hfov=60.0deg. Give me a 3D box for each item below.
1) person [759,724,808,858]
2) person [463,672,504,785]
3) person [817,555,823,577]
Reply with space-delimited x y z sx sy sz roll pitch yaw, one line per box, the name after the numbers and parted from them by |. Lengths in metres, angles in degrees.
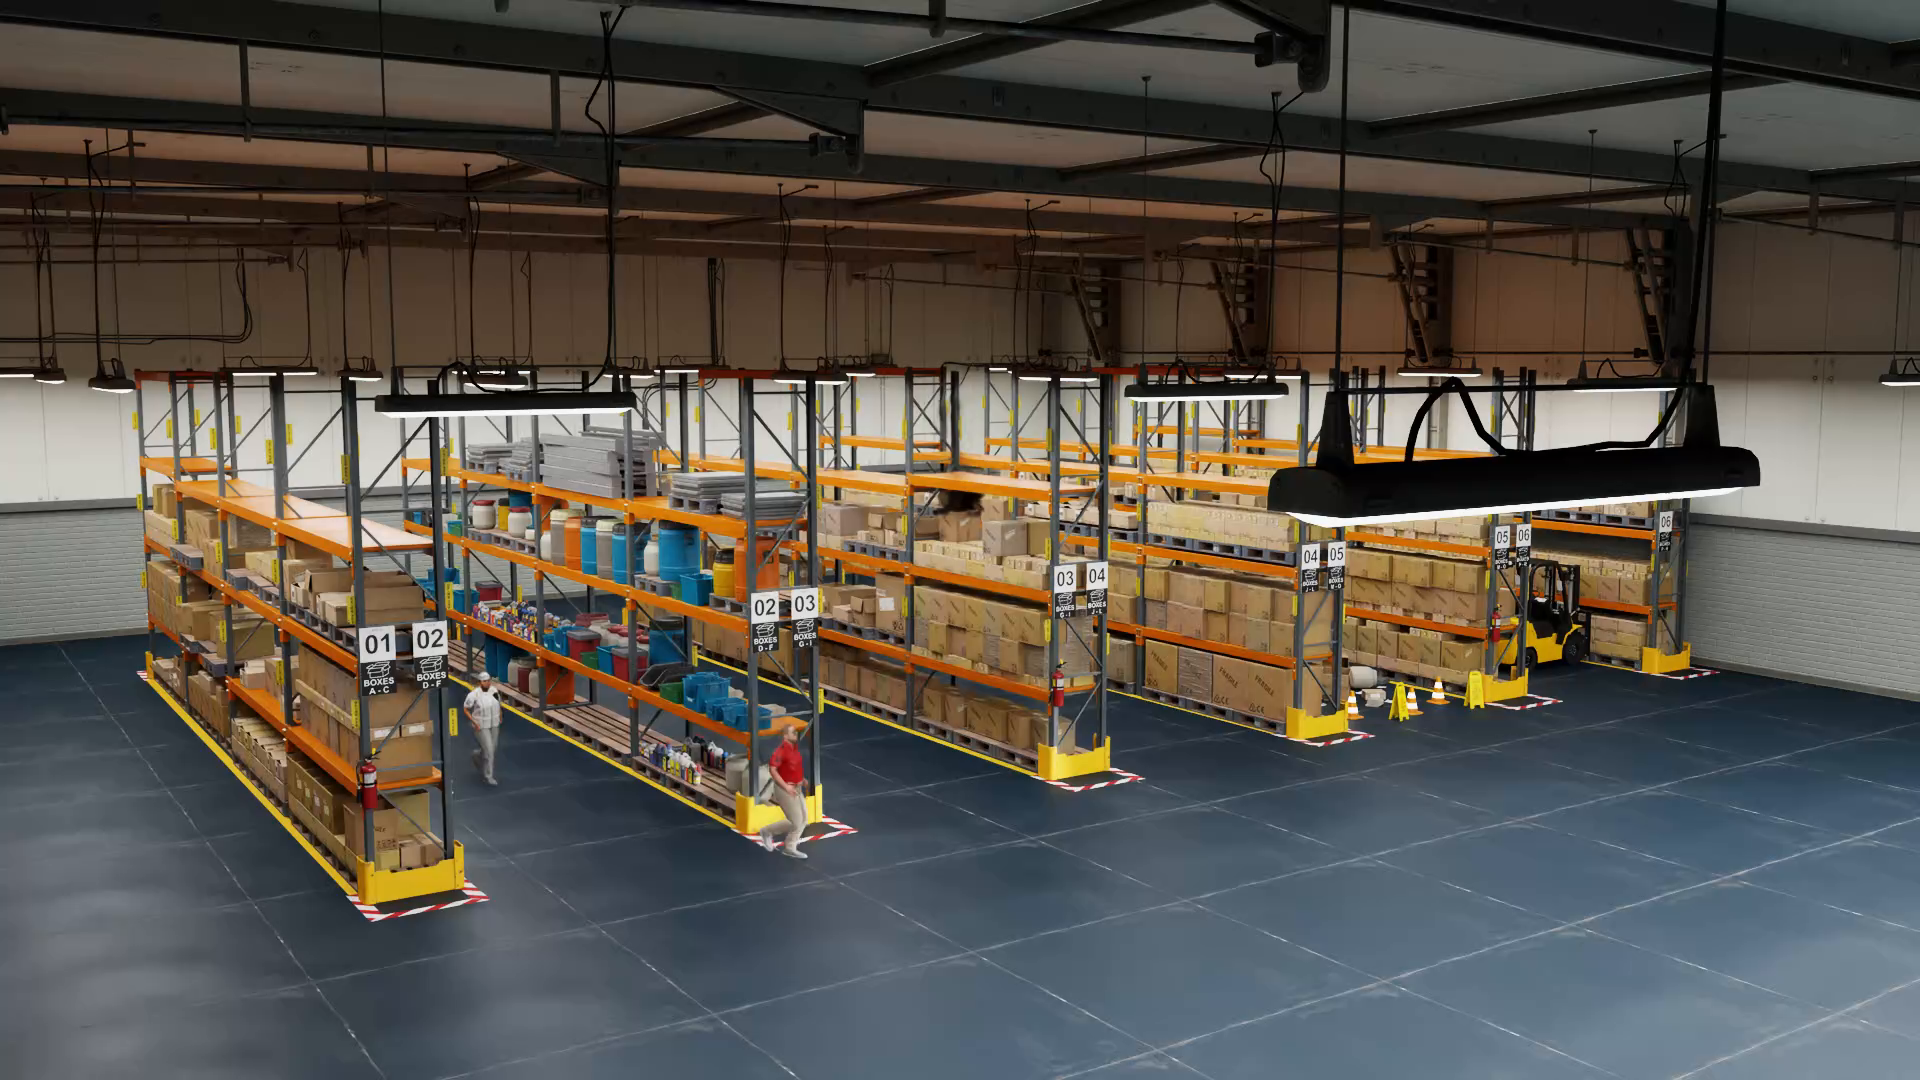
-2.208 3.156 20.922 0.586 1.694 0.694 1 7 10 | person
-7.050 2.761 24.571 0.687 1.678 0.602 6 9 42 | person
-3.544 1.140 38.779 0.754 1.743 1.069 -5 8 -37 | person
